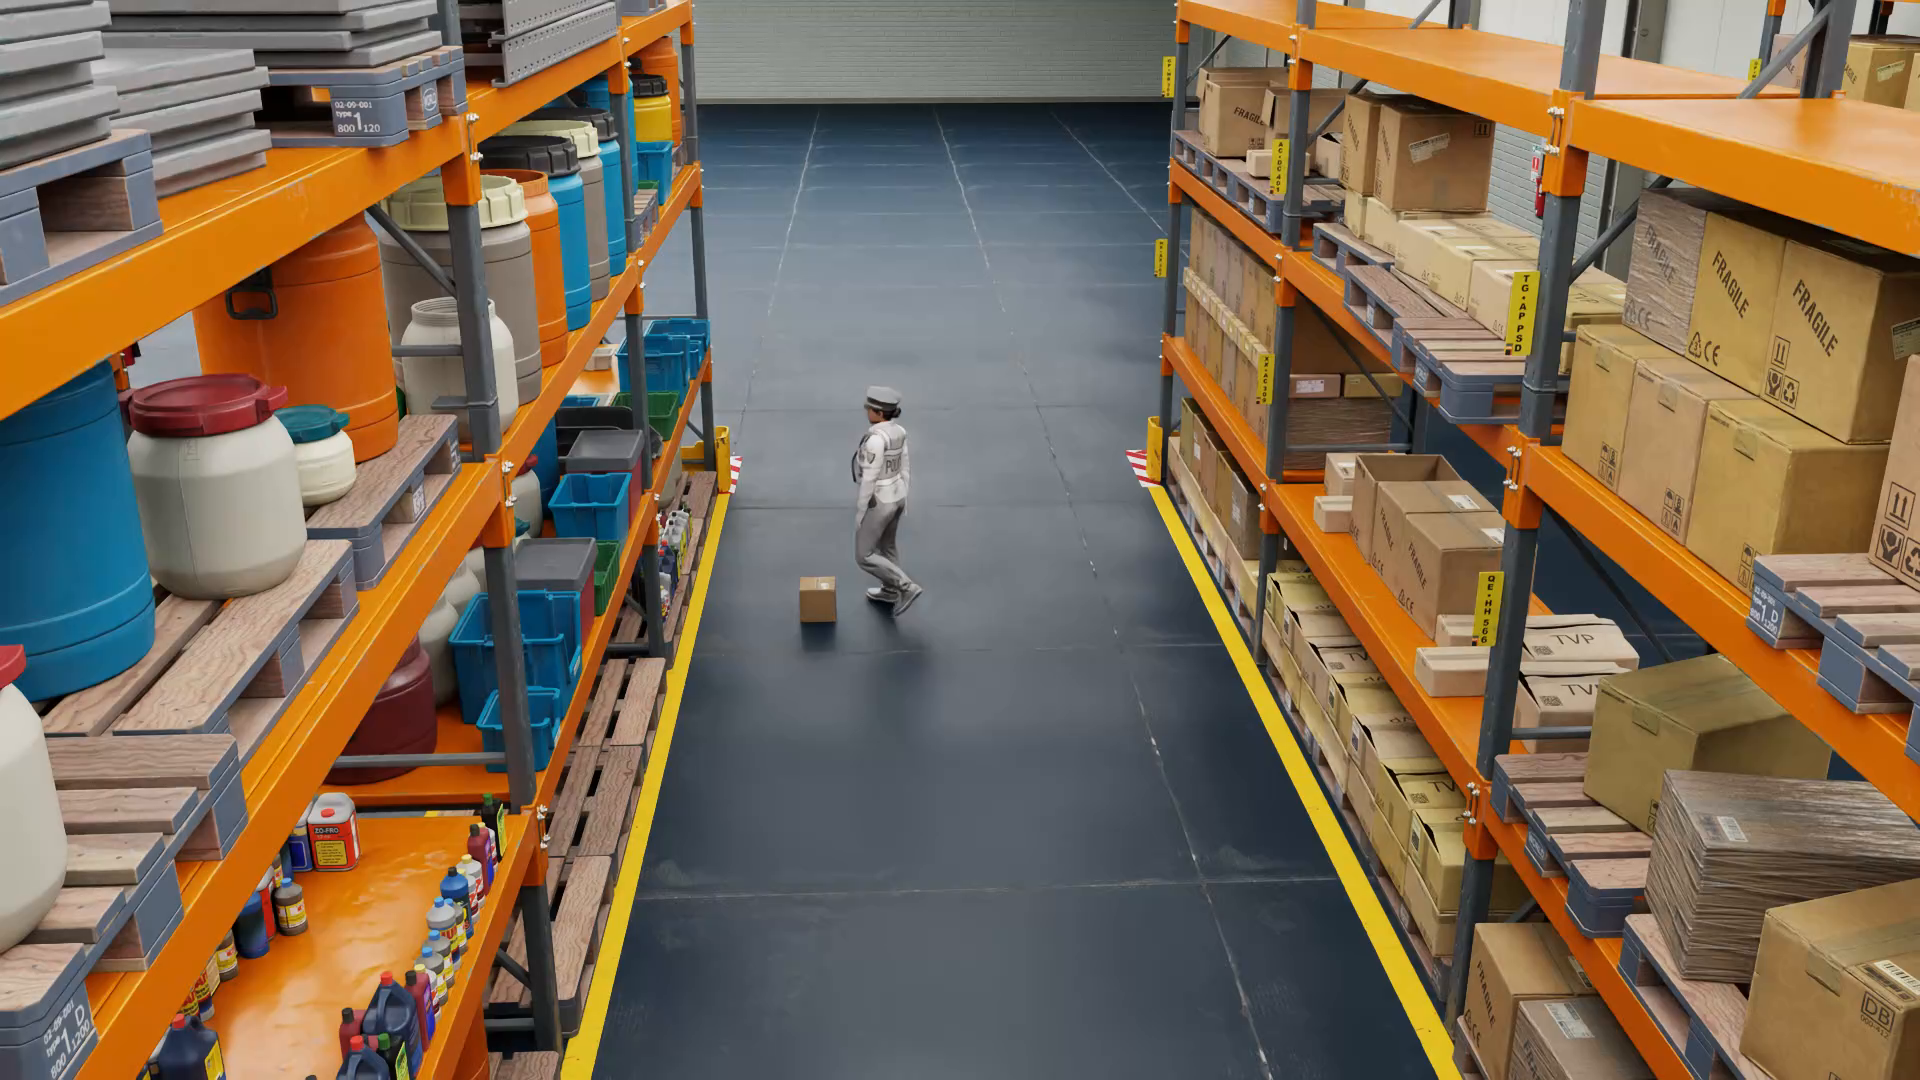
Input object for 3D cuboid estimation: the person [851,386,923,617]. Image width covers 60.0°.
[{"bbox_3d":[-0.494,-0.261,11.711,0.580,1.670,0.581,7,22,18],"label":"person"}]
